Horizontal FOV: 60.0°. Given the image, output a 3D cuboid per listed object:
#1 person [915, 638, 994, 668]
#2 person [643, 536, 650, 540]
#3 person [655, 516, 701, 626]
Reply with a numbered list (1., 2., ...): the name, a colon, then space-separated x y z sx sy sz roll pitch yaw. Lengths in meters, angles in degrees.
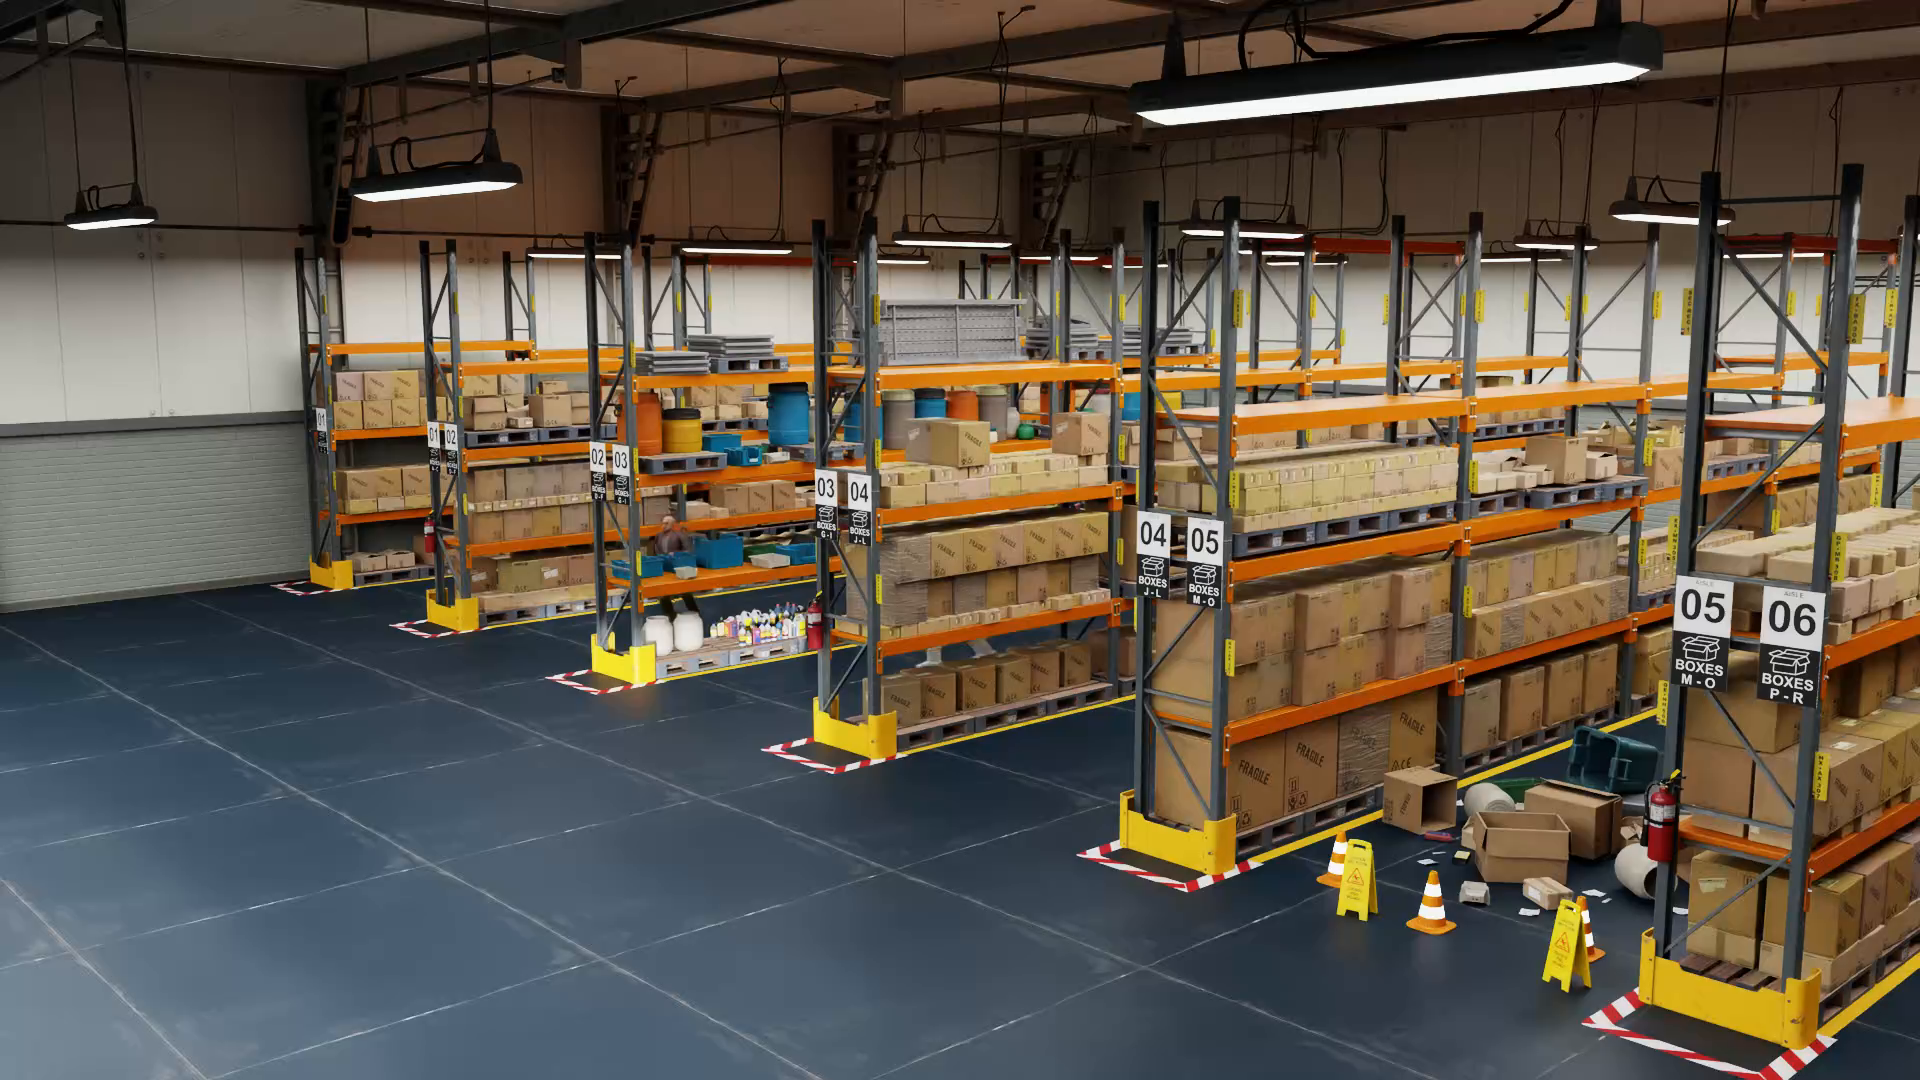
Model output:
1. person: -0.055 0.921 22.293 1.159 1.620 0.721 -3 9 -21
2. person: -6.047 -0.305 31.709 0.590 1.685 0.898 5 10 33
3. person: -4.447 0.529 25.716 0.793 1.831 0.789 3 9 22
